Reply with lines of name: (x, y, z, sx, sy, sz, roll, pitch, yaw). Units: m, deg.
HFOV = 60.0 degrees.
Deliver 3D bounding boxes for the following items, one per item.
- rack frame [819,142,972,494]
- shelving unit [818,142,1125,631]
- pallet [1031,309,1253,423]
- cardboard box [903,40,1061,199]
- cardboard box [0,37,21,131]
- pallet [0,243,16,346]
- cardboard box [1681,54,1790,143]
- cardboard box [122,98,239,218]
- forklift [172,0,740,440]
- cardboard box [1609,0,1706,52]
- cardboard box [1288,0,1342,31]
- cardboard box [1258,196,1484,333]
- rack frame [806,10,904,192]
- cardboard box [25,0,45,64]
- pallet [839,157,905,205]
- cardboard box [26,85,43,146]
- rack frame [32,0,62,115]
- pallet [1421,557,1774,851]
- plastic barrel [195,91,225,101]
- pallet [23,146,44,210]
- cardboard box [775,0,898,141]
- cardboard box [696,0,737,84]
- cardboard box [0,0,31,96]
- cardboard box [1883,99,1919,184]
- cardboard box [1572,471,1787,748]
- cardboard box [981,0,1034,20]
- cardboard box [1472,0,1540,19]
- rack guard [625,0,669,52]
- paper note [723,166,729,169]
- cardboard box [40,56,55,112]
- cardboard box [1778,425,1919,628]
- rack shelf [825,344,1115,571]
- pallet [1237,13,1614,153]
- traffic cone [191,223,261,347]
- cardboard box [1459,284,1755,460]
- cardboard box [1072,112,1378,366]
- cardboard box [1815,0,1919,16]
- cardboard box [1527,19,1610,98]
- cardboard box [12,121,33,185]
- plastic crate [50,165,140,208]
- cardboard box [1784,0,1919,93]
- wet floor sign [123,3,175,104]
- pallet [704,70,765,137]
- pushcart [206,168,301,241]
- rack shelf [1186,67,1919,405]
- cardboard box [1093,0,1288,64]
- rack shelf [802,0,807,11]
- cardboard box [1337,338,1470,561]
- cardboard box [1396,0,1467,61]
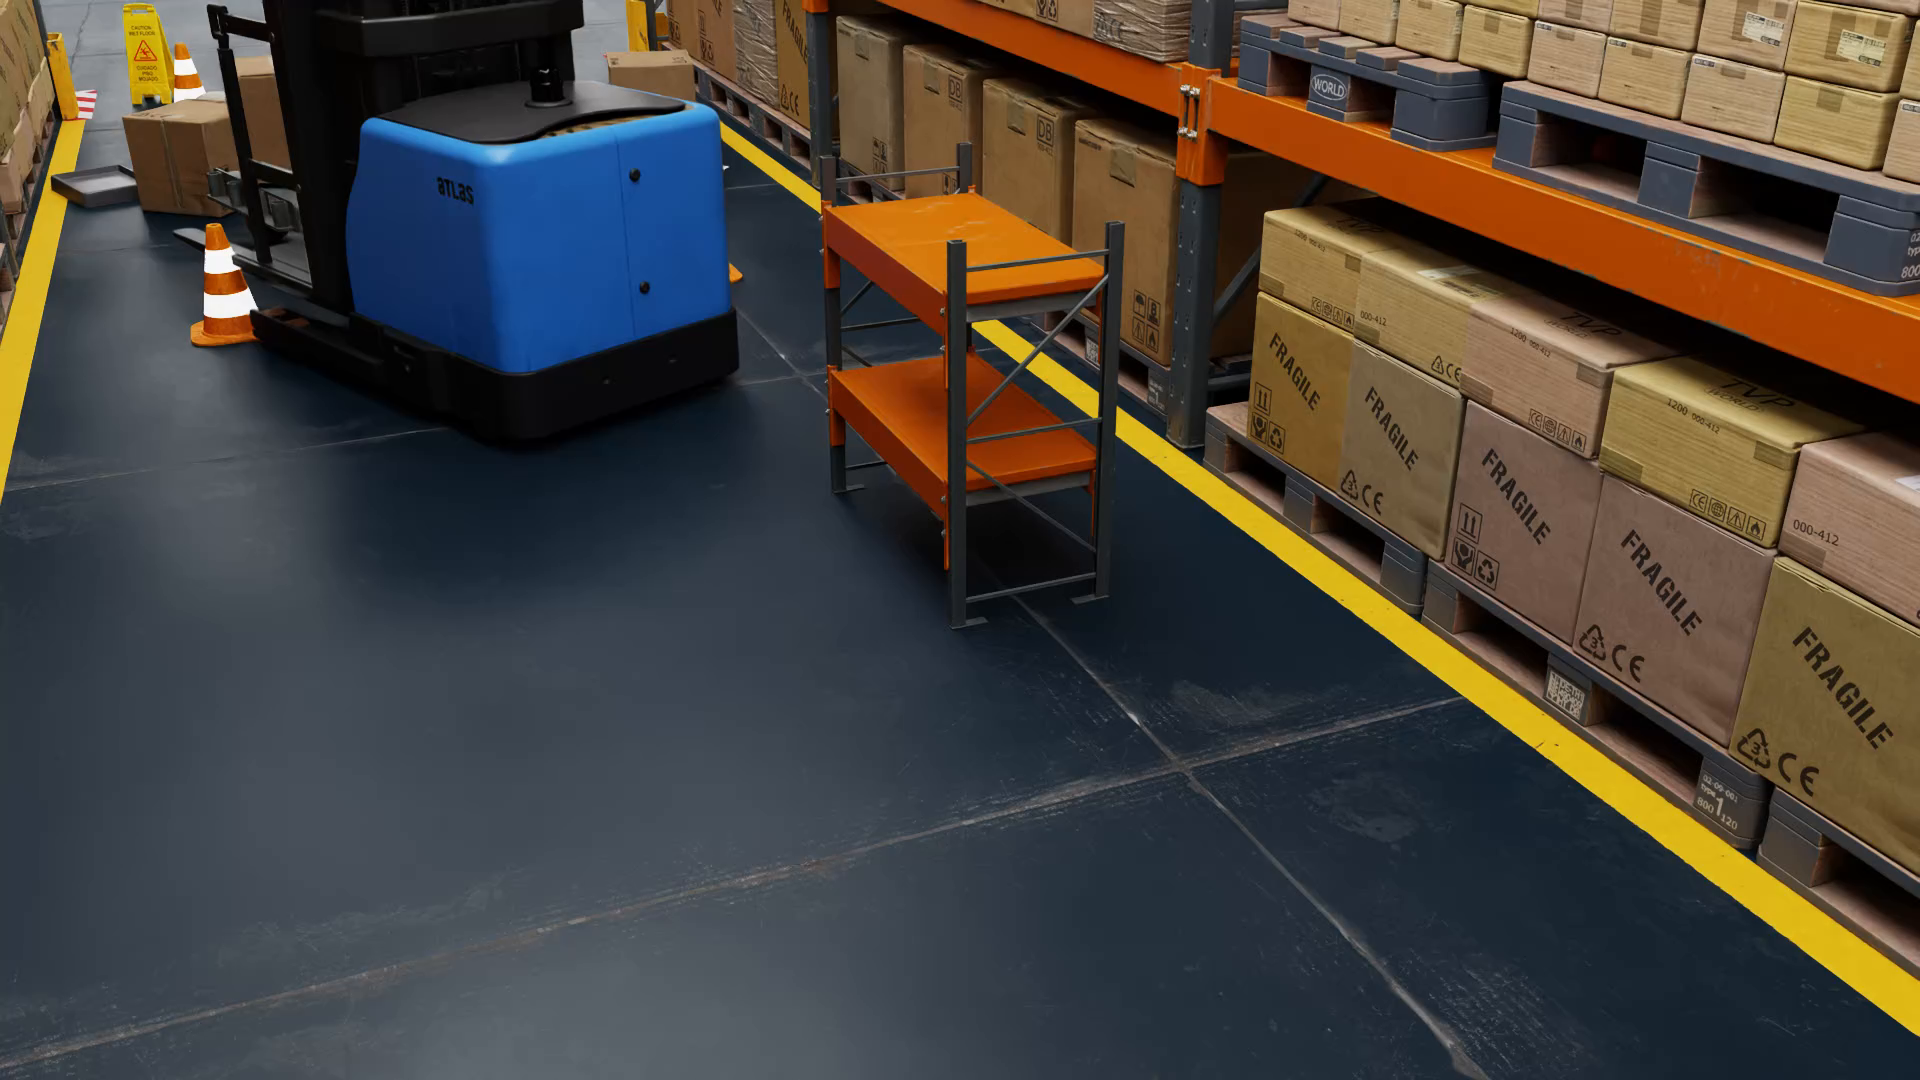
rack frame: (-0.196, -0.708, 5.418, 0.500, 1.125, 0.032, -11, 28, -21)
shelving unit: (0.003, -0.503, 4.998, 0.538, 1.125, 1.048, -11, 28, -21)
pallet: (0.985, -0.848, 6.746, 1.003, 0.211, 1.213, -11, 28, -21)
cardboard box: (0.358, -1.937, 7.884, 1.050, 0.750, 0.750, -11, 28, -21)
cardboard box: (-5.061, -2.282, 8.306, 0.500, 0.500, 0.500, -9, 28, -19)
pallet: (-4.551, -0.926, 6.907, 1.003, 0.211, 1.213, -11, 28, -21)
cardboard box: (1.835, -0.990, 3.667, 0.380, 0.149, 0.250, -12, 28, -22)
cardboard box: (-4.025, -2.038, 8.851, 0.500, 0.500, 0.500, 8, 27, 15)
forklift: (-2.285, -2.201, 6.417, 3.031, 2.935, 1.130, 22, 33, 37)
cardboard box: (1.734, -1.230, 3.819, 0.380, 0.149, 0.250, -11, 28, -21)
cardboard box: (1.214, -1.630, 4.978, 0.380, 0.149, 0.250, -11, 28, -21)
cardboard box: (1.271, -0.852, 5.093, 0.500, 0.250, 0.500, -12, 28, -23)
rack frame: (-0.342, -3.385, 8.764, 1.000, 3.000, 0.127, -11, 28, -21)
cardboard box: (-5.870, -3.120, 10.021, 0.500, 0.500, 0.500, -10, 28, -20)
pallet: (0.029, -1.833, 8.764, 1.003, 0.211, 1.213, -11, 28, -21)
cardboard box: (-5.454, -2.360, 9.321, 0.500, 0.250, 0.500, -12, 28, -22)
rack frame: (-6.424, -4.108, 10.245, 1.000, 3.000, 0.127, -11, 28, -21)
pallet: (2.003, 0.291, 4.414, 1.003, 0.211, 1.213, -11, 28, -21)
plastic barrel: (-4.222, -2.377, 9.636, 0.512, 0.421, 0.421, 8, 27, 15)
pallet: (-5.635, -1.999, 9.103, 1.003, 0.211, 1.213, -11, 28, -21)
cardboard box: (-0.524, -2.885, 9.682, 0.875, 0.875, 0.875, -10, 28, -20)
cardboard box: (-1.236, -3.616, 11.181, 0.875, 0.875, 0.875, -11, 28, -21)
cardboard box: (-5.472, -2.705, 9.171, 0.500, 0.500, 0.500, -11, 28, -22)
cardboard box: (2.043, -0.775, 3.227, 0.380, 0.149, 0.250, -12, 28, -23)
cardboard box: (1.871, 0.109, 3.978, 0.500, 0.500, 0.500, -11, 28, -22)
cardboard box: (0.411, -2.354, 6.538, 0.500, 0.500, 0.500, -11, 28, -21)
cardboard box: (1.543, -1.432, 4.232, 0.380, 0.149, 0.250, -10, 28, -20)
rack guard: (-1.918, -3.886, 12.639, 1.175, 0.500, 0.348, -11, 28, -21)
paper note: (-1.439, -2.167, 9.652, 0.142, 0.020, 0.147, 13, 29, 24)
cardboard box: (-5.851, -2.772, 10.163, 0.500, 0.250, 0.500, -11, 28, -21)
cardboard box: (2.077, -0.025, 3.397, 0.500, 0.250, 0.500, -9, 28, -18)
rack shelf: (0.003, -0.283, 5.105, 0.538, 0.278, 1.000, -11, 28, -21)
pallet: (1.601, -1.414, 4.946, 1.213, 0.211, 1.003, -11, 28, -21)
traffic cone: (-3.084, -1.093, 6.962, 0.336, 0.463, 0.334, -11, 28, -21)
cardboard box: (1.652, -0.446, 4.260, 0.500, 0.250, 0.500, -10, 28, -20)
cardboard box: (1.068, -1.209, 6.393, 1.050, 0.750, 0.750, -11, 28, -21)
cardboard box: (1.944, -1.153, 3.322, 0.380, 0.149, 0.250, -12, 28, -23)
cardboard box: (1.638, -1.197, 4.091, 0.380, 0.149, 0.250, -10, 28, -19)
cardboard box: (-5.060, -1.945, 8.469, 0.500, 0.250, 0.500, -9, 27, -18)
plastic crate: (-4.718, -1.956, 9.165, 0.402, 0.080, 0.583, -22, 34, -38)
cardboard box: (1.933, -1.023, 3.395, 0.380, 0.149, 0.250, -10, 28, -20)
wet floor sign: (-5.514, -3.311, 11.296, 0.267, 0.644, 0.232, -1, 26, -3)
pallet: (-1.050, -2.945, 11.042, 1.003, 0.211, 1.213, -11, 28, -21)
pushcart: (-2.779, -1.727, 8.357, 1.648, 0.377, 0.936, -22, 34, -38)
rack shelf: (2.007, -0.639, 3.960, 1.077, 0.370, 4.000, -11, 28, -21)
cardboard box: (0.801, -1.951, 5.712, 0.500, 0.500, 0.500, -11, 28, -21)
rack shelf: (-1.126, -3.869, 10.575, 1.077, 0.370, 4.000, -11, 28, -21)
cardboard box: (1.466, -0.304, 4.823, 0.500, 0.500, 0.500, -10, 28, -20)
cardboard box: (1.425, -1.413, 4.533, 0.380, 0.149, 0.250, -9, 27, -18)
